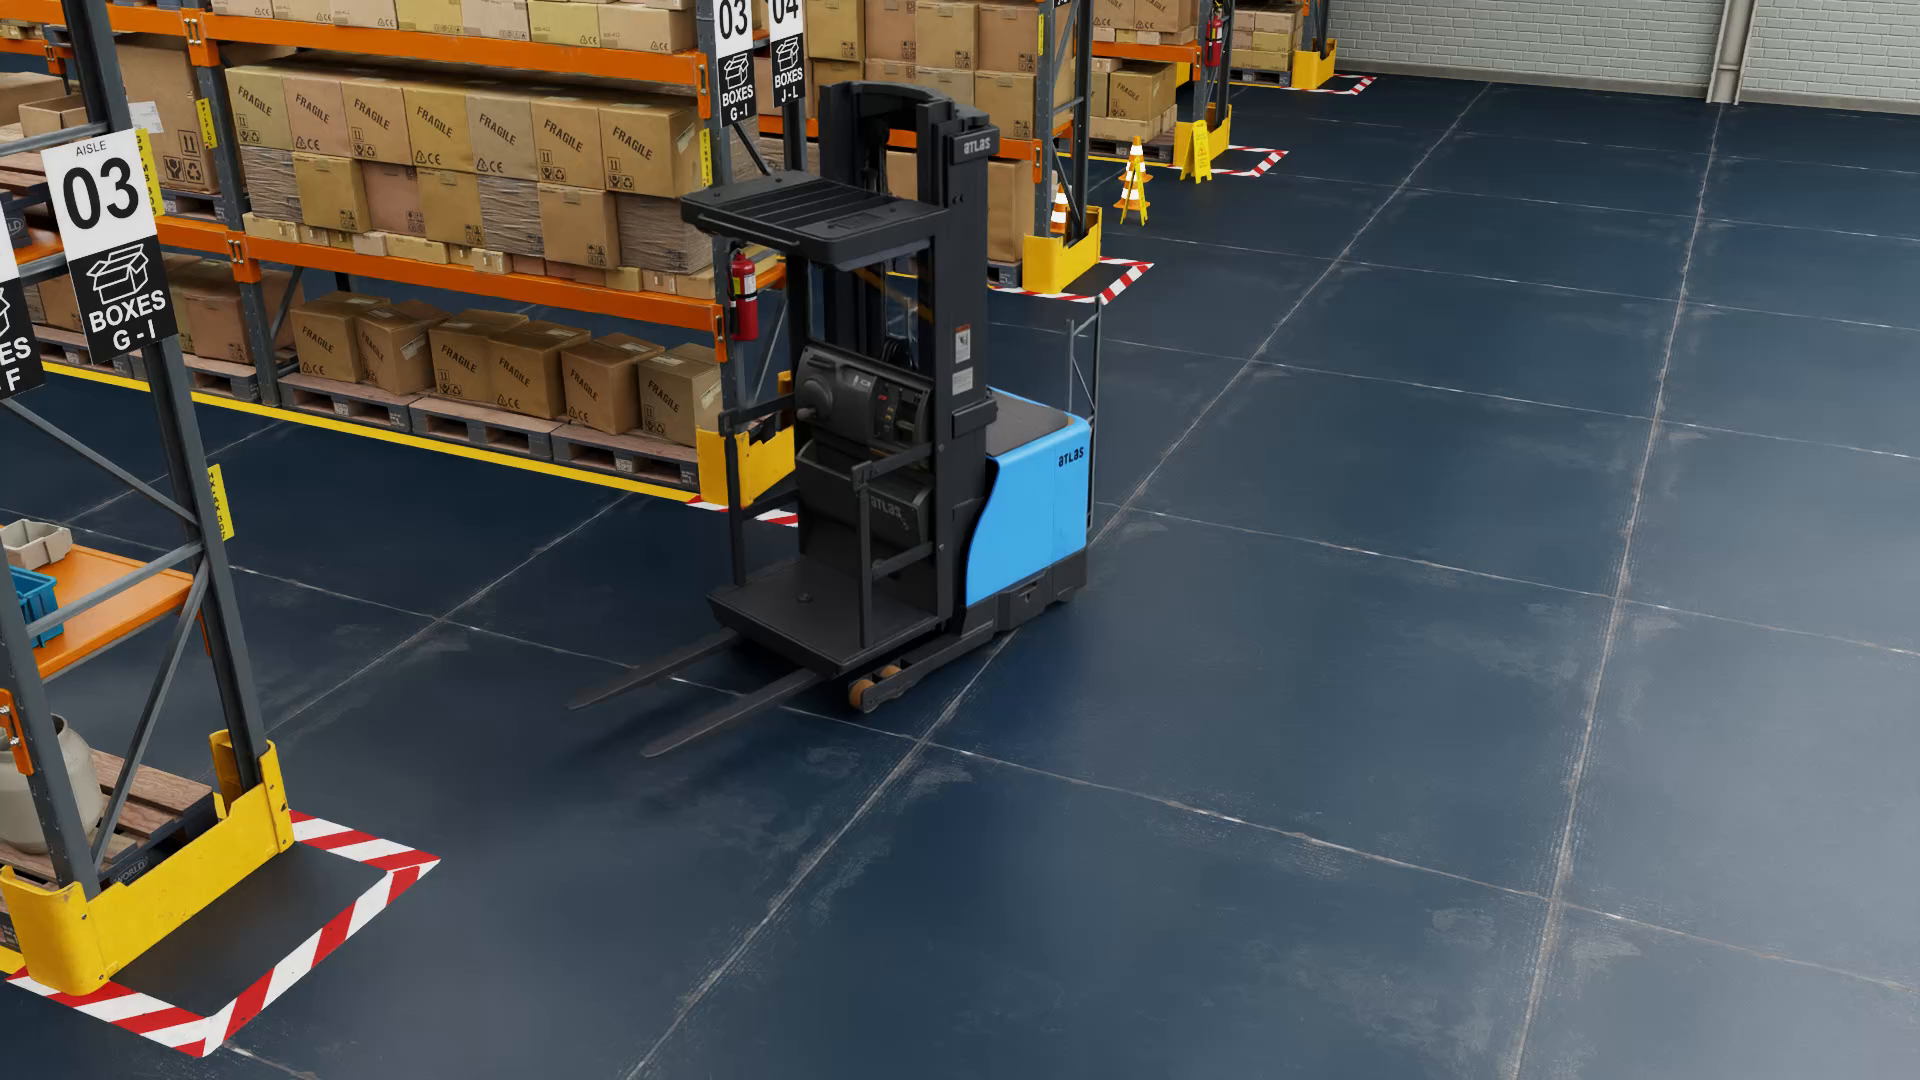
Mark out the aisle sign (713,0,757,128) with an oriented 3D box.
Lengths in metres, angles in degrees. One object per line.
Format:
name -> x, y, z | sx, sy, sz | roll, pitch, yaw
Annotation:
aisle sign -> -1.305, -2.827, 9.653 | 0.004, 0.787, 0.394 | 11, 28, 22

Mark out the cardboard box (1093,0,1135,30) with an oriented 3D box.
cardboard box -> 1.803, -6.038, 18.668 | 0.500, 0.500, 0.500 | 11, 28, 22

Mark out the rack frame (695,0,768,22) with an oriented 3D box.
rack frame -> -1.237, -4.484, 9.171 | 0.127, 3.000, 1.000 | 11, 28, 22

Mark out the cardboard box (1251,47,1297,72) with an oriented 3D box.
cardboard box -> 4.358, -6.688, 23.075 | 0.500, 0.250, 0.500 | 12, 28, 22

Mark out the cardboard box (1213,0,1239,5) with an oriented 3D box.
cardboard box -> 3.650, -7.527, 23.648 | 0.500, 0.250, 0.500 | 11, 28, 21

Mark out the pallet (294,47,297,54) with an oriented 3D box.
pallet -> -7.067, -5.233, 17.700 | 1.003, 0.211, 1.213 | 11, 28, 22

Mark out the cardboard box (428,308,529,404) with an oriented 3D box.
cardboard box -> -3.409, -1.318, 11.886 | 0.500, 0.500, 0.500 | 9, 28, 17

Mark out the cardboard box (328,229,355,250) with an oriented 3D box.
cardboard box -> -4.115, -2.124, 11.452 | 0.250, 0.149, 0.380 | 11, 28, 22

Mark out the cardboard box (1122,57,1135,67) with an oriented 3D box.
cardboard box -> 1.745, -5.425, 19.662 | 0.500, 0.500, 0.500 | 10, 28, 20

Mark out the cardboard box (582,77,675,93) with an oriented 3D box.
cardboard box -> -2.077, -2.724, 10.805 | 0.500, 0.500, 0.500 | 11, 28, 22

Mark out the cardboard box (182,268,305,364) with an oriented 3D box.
cardboard box -> -5.429, -1.721, 12.682 | 0.500, 0.500, 0.700 | 9, 28, 18

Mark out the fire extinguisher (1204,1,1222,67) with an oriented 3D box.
fire extinguisher -> 2.778, -5.537, 18.187 | 0.183, 0.674, 0.296 | 11, 28, 22

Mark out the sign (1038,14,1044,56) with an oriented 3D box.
sign -> 0.671, -4.179, 13.763 | 0.005, 0.325, 0.100 | 11, 28, 22

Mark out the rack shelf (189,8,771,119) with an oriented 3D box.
rack shelf -> -3.058, -3.182, 10.735 | 4.000, 0.370, 1.077 | 11, 28, 22

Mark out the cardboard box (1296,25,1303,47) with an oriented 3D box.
cardboard box -> 4.574, -7.123, 23.393 | 0.500, 0.250, 0.500 | 12, 29, 23

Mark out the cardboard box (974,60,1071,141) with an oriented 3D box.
cardboard box -> 0.551, -3.886, 14.577 | 0.550, 0.550, 0.875 | 11, 28, 22

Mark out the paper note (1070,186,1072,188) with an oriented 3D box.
paper note -> 1.180, -3.818, 17.970 | 0.142, 0.019, 0.148 | 2, 26, 4

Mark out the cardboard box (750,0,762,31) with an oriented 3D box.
cardboard box -> -1.569, -3.263, 10.256 | 0.500, 0.250, 0.500 | 12, 29, 23

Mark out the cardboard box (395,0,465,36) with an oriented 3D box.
cardboard box -> -3.160, -3.334, 10.401 | 0.500, 0.250, 0.500 | 11, 28, 21

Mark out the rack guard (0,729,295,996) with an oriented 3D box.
rack guard -> -3.376, 1.325, 6.993 | 0.348, 0.500, 1.175 | 11, 28, 22

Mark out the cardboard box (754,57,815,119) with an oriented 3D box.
cardboard box -> -1.440, -4.267, 15.352 | 0.550, 0.550, 0.875 | 11, 28, 22

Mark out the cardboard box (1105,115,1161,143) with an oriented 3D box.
cardboard box -> 1.996, -4.776, 19.193 | 0.500, 0.250, 0.500 | 11, 28, 22

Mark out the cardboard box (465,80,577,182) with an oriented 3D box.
cardboard box -> -2.752, -2.603, 10.558 | 0.500, 0.500, 0.500 | 11, 28, 22

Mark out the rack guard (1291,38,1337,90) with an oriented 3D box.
rack guard -> 4.938, -6.648, 23.187 | 0.348, 0.500, 1.175 | 11, 28, 22

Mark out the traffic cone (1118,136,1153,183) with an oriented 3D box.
traffic cone -> 1.939, -4.199, 18.256 | 0.334, 0.463, 0.336 | 11, 28, 22

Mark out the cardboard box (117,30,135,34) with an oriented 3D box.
cardboard box -> -8.907, -5.593, 18.024 | 0.250, 0.149, 0.380 | 10, 28, 20

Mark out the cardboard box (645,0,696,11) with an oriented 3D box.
cardboard box -> -1.619, -3.176, 9.626 | 0.250, 0.149, 0.380 | 11, 28, 22

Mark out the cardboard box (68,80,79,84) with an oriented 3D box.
cardboard box -> -10.721, -5.386, 19.872 | 0.250, 0.149, 0.380 | 11, 28, 21

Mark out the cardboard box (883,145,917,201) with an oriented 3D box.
cardboard box -> -0.539, -3.261, 15.408 | 0.875, 0.875, 0.875 | 11, 28, 21

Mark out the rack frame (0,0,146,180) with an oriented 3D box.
rack frame -> -3.288, -2.493, 5.126 | 0.127, 3.000, 1.000 | 11, 28, 22

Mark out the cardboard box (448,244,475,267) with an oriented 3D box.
cardboard box -> -3.190, -1.955, 11.109 | 0.250, 0.149, 0.380 | 11, 28, 22

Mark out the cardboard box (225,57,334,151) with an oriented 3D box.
cardboard box -> -4.574, -2.967, 11.298 | 0.500, 0.500, 0.500 | 11, 28, 22

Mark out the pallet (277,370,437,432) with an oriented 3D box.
pallet -> -4.253, -1.165, 12.377 | 1.213, 0.211, 1.003 | 11, 28, 22

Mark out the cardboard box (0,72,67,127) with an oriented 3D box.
cardboard box -> -7.462, -3.344, 13.058 | 0.500, 0.500, 0.700 | 16, 30, 29

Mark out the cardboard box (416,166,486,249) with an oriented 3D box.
cardboard box -> -3.119, -2.331, 11.138 | 0.500, 0.500, 0.875 | 11, 28, 22

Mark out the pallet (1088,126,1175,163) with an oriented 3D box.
pallet -> 2.071, -4.703, 19.564 | 1.213, 0.211, 1.003 | 11, 28, 22

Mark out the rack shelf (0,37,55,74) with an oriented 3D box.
rack shelf -> -11.836, -6.006, 19.867 | 4.000, 0.370, 1.077 | 11, 28, 22

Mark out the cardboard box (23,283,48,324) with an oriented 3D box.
cardboard box -> -7.391, -2.121, 13.494 | 0.500, 0.500, 0.700 | 9, 28, 18

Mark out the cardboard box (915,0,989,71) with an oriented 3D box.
cardboard box -> 0.047, -4.467, 14.536 | 0.550, 0.550, 0.875 | 11, 28, 22

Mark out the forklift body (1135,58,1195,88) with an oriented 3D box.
forklift body -> 2.435, -7.007, 22.046 | 1.214, 2.155, 2.313 | 11, 28, 22

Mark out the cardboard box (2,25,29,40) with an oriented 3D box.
cardboard box -> -10.652, -5.812, 18.942 | 0.250, 0.149, 0.380 | 11, 28, 20

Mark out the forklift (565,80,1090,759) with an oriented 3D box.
forklift -> -0.646, -0.692, 8.336 | 1.130, 2.935, 3.031 | 23, 34, 38

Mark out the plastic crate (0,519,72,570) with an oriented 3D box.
plastic crate -> -3.969, 0.024, 7.104 | 0.250, 0.136, 0.298 | 11, 28, 22

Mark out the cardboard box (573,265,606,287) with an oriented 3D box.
cardboard box -> -2.280, -1.772, 10.738 | 0.250, 0.149, 0.380 | 11, 28, 22

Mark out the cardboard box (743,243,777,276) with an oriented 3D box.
cardboard box -> -1.398, -1.828, 10.852 | 0.250, 0.149, 0.380 | 11, 28, 22

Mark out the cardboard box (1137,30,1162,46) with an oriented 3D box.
cardboard box -> 2.159, -5.649, 18.612 | 0.250, 0.149, 0.380 | 11, 28, 21

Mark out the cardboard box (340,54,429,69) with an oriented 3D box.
cardboard box -> -3.899, -3.089, 11.546 | 0.500, 0.500, 0.500 | 11, 28, 22

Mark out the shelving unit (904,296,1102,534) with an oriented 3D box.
shelving unit -> 0.251, -0.750, 10.074 | 1.048, 1.500, 0.538 | 11, 28, 22

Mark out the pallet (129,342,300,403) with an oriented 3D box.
pallet -> -5.588, -1.415, 12.885 | 1.213, 0.211, 1.003 | 11, 28, 22

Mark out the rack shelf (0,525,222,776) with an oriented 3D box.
rack shelf -> -5.108, 0.156, 7.352 | 4.000, 0.370, 1.077 | 11, 28, 22
